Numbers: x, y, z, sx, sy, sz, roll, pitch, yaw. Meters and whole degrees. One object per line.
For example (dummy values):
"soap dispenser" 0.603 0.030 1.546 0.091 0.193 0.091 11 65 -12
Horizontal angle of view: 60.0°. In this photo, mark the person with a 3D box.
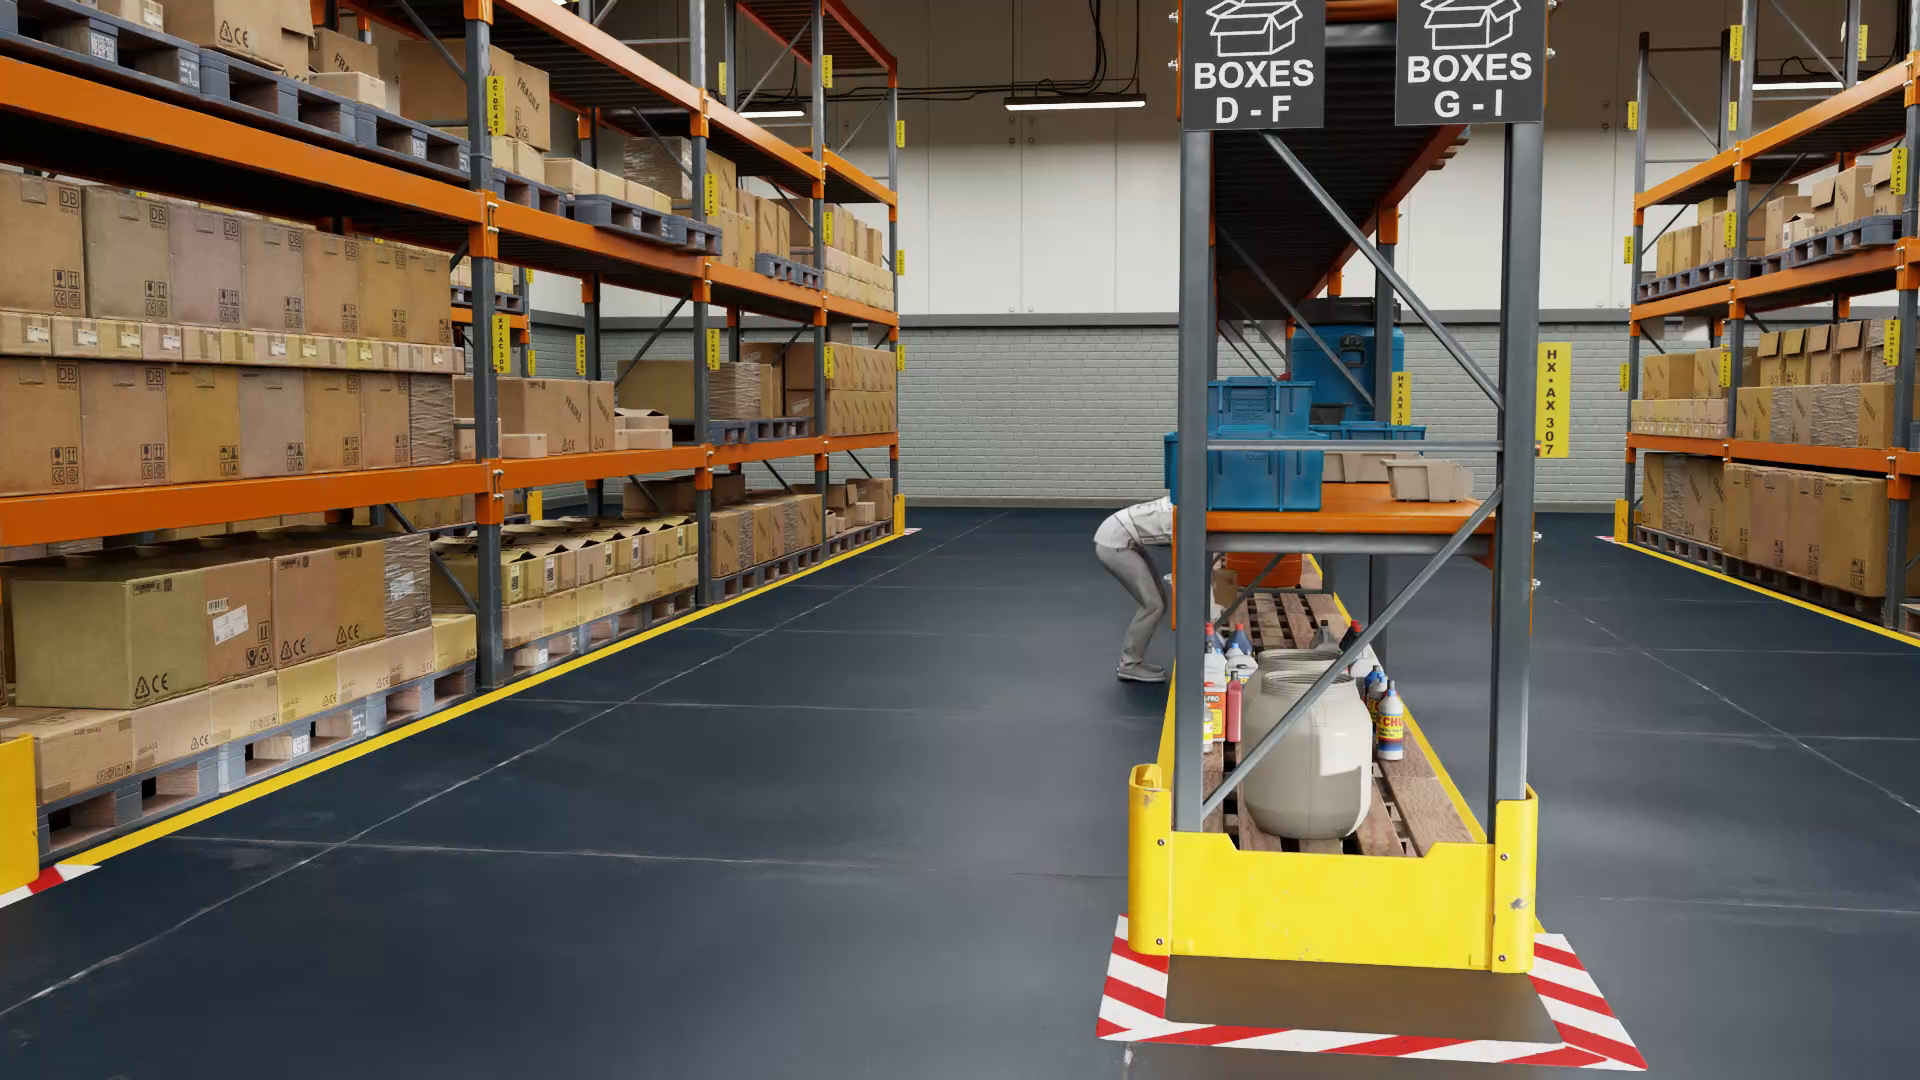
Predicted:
"person" 1.245 0.230 9.878 0.901 1.213 0.426 1 5 15
